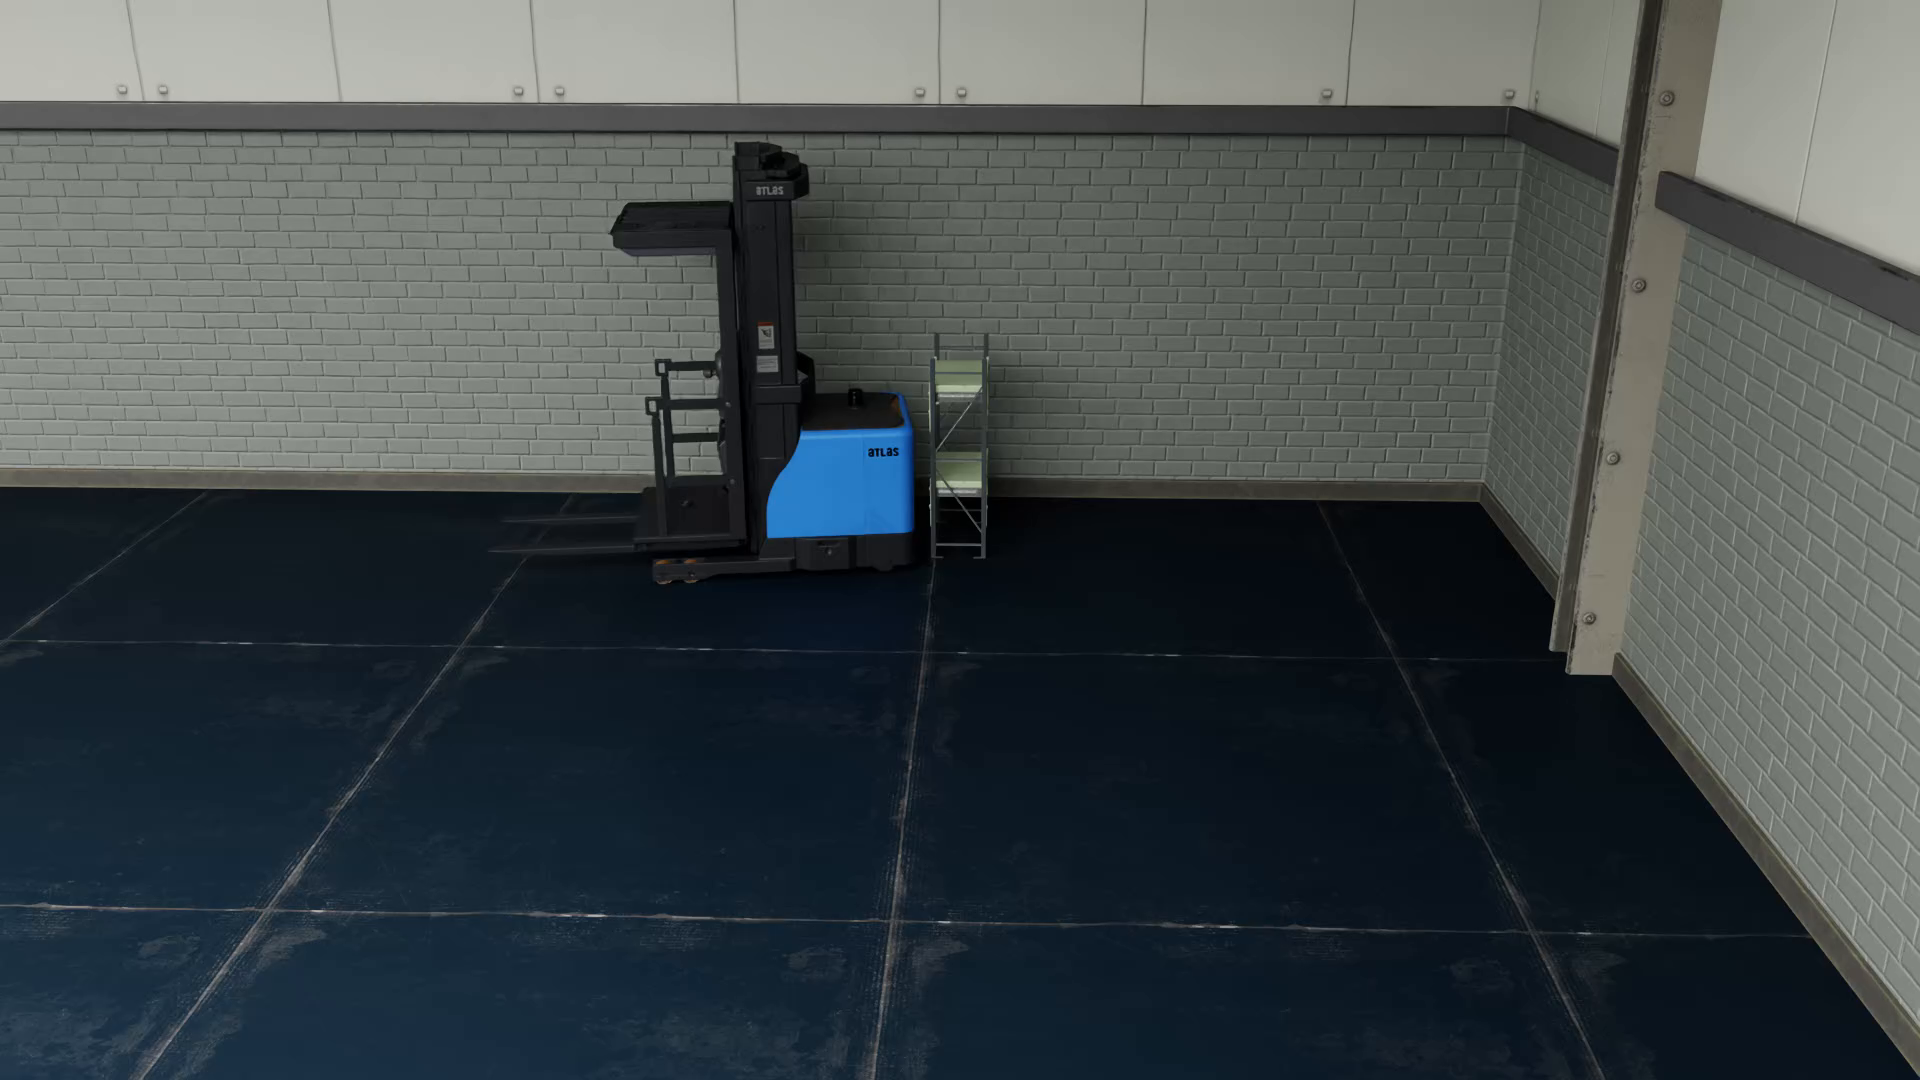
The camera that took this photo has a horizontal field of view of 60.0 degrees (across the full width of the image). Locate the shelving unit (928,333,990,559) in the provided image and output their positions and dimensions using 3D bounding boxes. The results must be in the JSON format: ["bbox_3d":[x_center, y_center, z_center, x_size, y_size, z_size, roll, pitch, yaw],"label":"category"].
[{"bbox_3d":[0.000,-0.702,12.264,0.431,1.500,0.755,1,21,2],"label":"shelving unit"}]

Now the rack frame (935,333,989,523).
[{"bbox_3d":[0.011,-0.834,12.605,0.400,1.500,0.023,1,21,2],"label":"rack frame"}]

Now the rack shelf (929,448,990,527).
[{"bbox_3d":[0.000,-0.398,12.382,0.431,0.370,0.720,1,21,2],"label":"rack shelf"}]

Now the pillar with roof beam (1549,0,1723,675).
[{"bbox_3d":[-0.353,-3.475,9.046,9.100,9.000,0.400,1,21,2],"label":"pillar with roof beam"}]

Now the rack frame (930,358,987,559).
[{"bbox_3d":[-0.011,-0.569,11.923,0.400,1.500,0.023,1,21,2],"label":"rack frame"}]

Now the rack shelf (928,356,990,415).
[{"bbox_3d":[0.000,-1.065,12.123,0.431,0.370,0.720,1,21,2],"label":"rack shelf"}]

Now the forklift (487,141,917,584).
[{"bbox_3d":[-1.859,-1.256,11.714,3.031,2.935,1.130,-2,21,-6],"label":"forklift"}]
